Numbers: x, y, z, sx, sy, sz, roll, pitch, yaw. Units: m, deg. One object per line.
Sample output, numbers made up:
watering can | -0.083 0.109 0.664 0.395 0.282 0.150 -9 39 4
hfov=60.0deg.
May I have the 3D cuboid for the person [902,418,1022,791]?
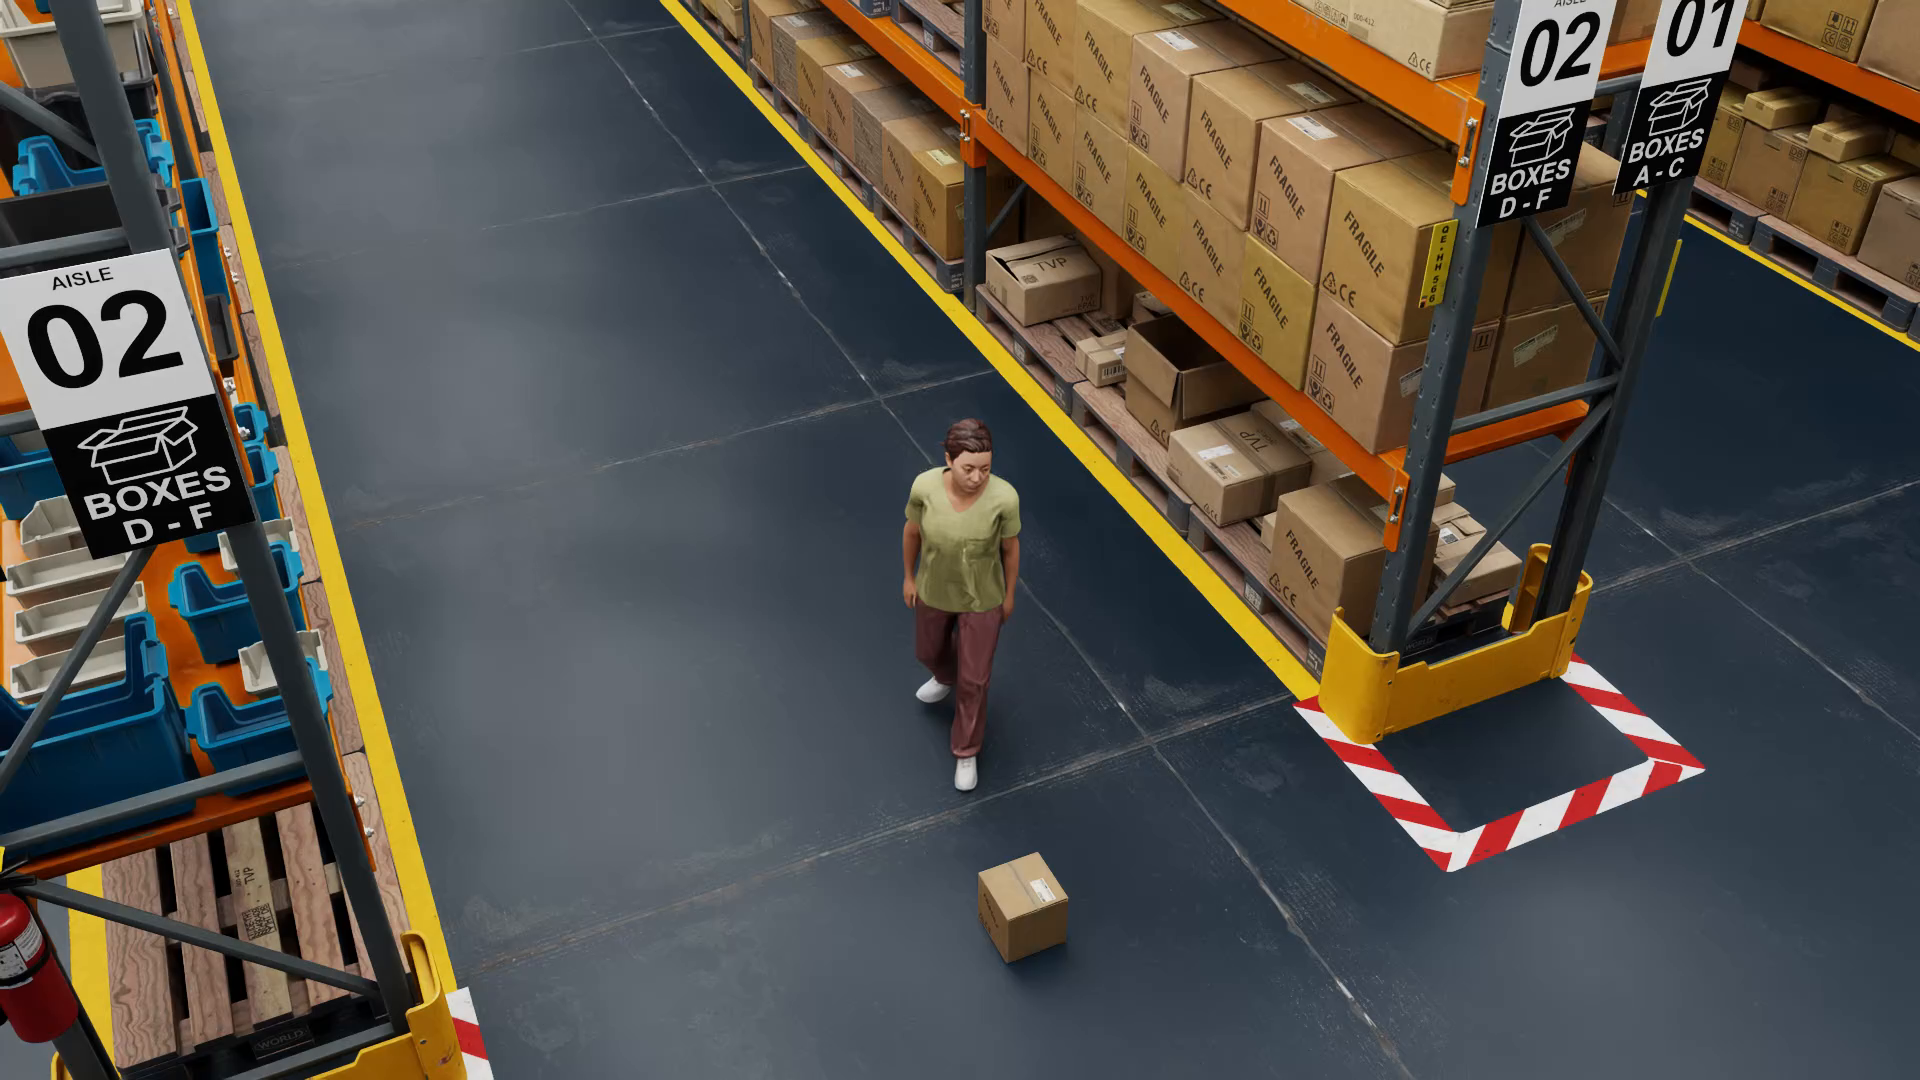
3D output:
person | 0.009 0.178 6.617 0.471 1.668 0.672 9 38 11
